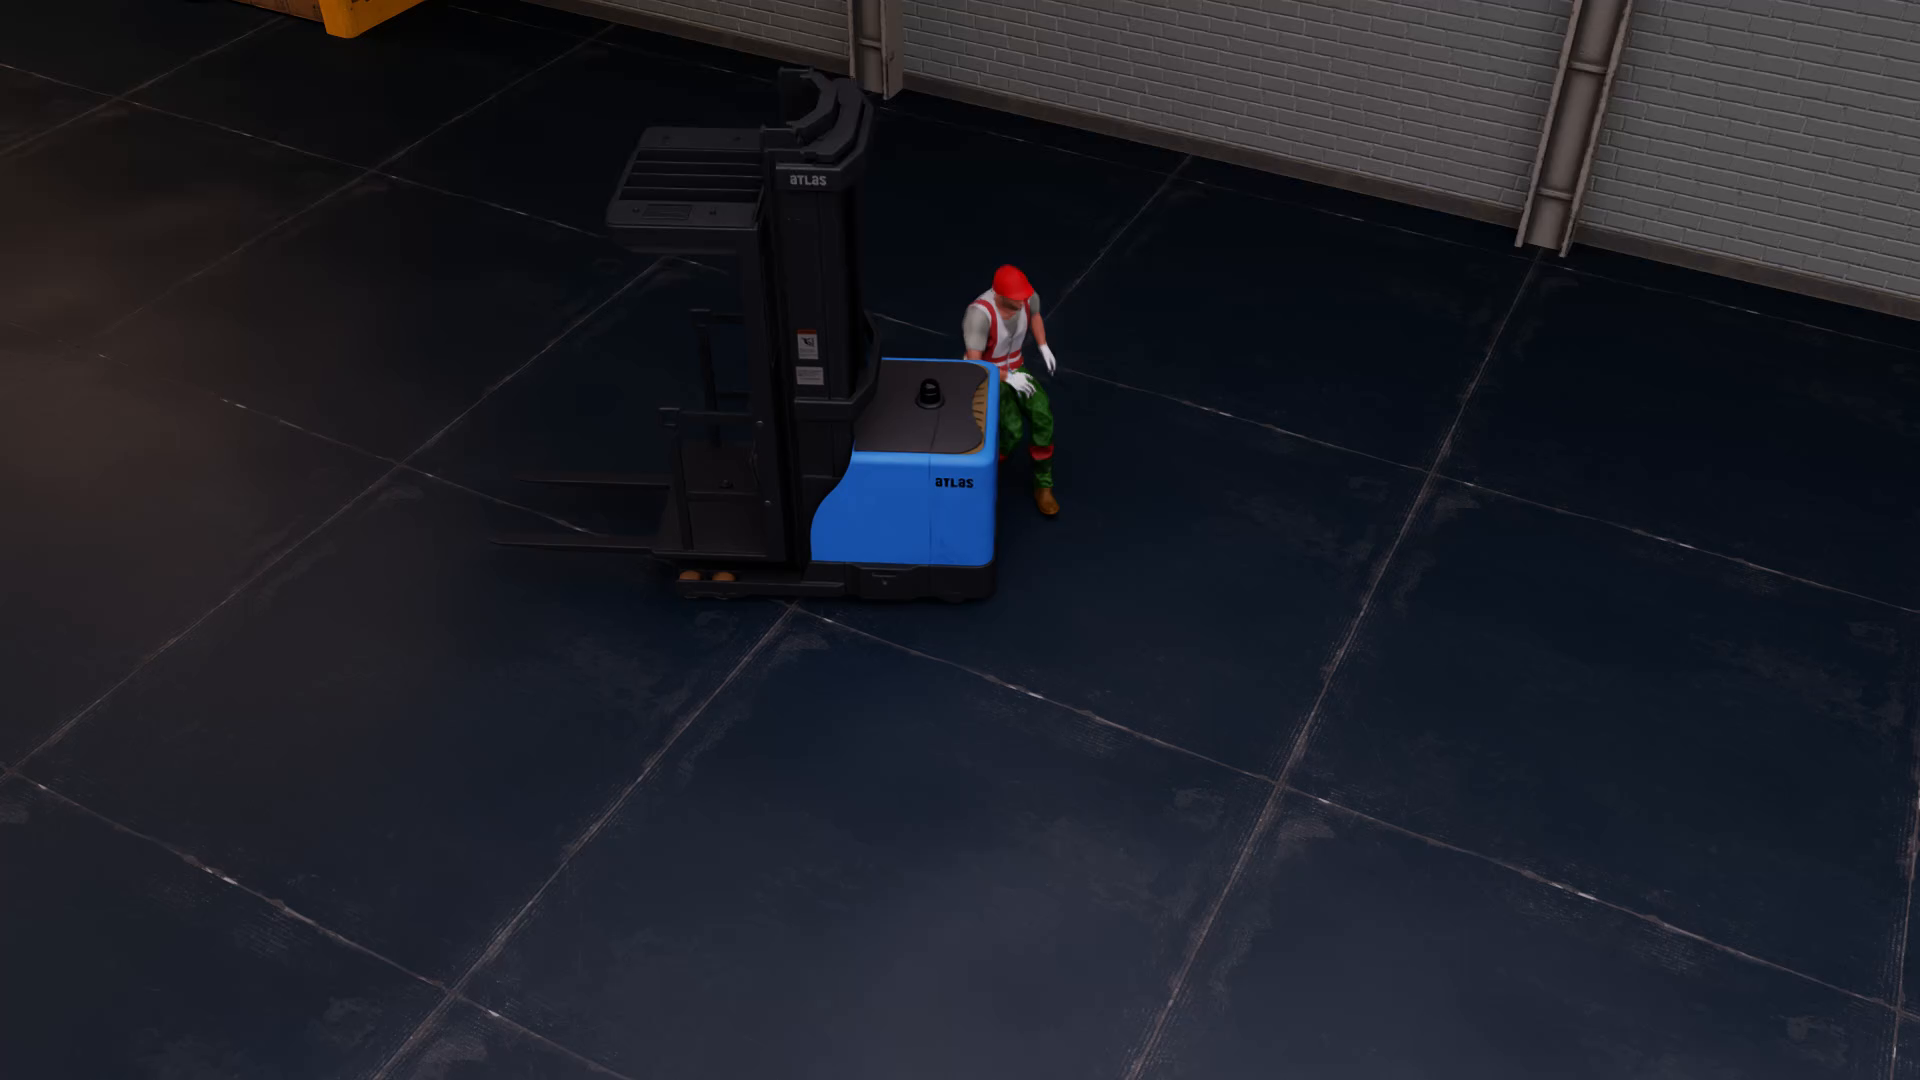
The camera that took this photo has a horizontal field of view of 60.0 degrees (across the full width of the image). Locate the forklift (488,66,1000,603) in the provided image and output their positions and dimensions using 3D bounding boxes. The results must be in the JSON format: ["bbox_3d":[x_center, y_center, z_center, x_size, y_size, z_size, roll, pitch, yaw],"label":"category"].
[{"bbox_3d":[-1.285,-1.107,9.301,3.031,2.935,1.130,2,40,2],"label":"forklift"}]

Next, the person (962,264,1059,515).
[{"bbox_3d":[0.401,-0.965,10.290,0.799,1.557,0.924,-29,48,-30],"label":"person"}]
